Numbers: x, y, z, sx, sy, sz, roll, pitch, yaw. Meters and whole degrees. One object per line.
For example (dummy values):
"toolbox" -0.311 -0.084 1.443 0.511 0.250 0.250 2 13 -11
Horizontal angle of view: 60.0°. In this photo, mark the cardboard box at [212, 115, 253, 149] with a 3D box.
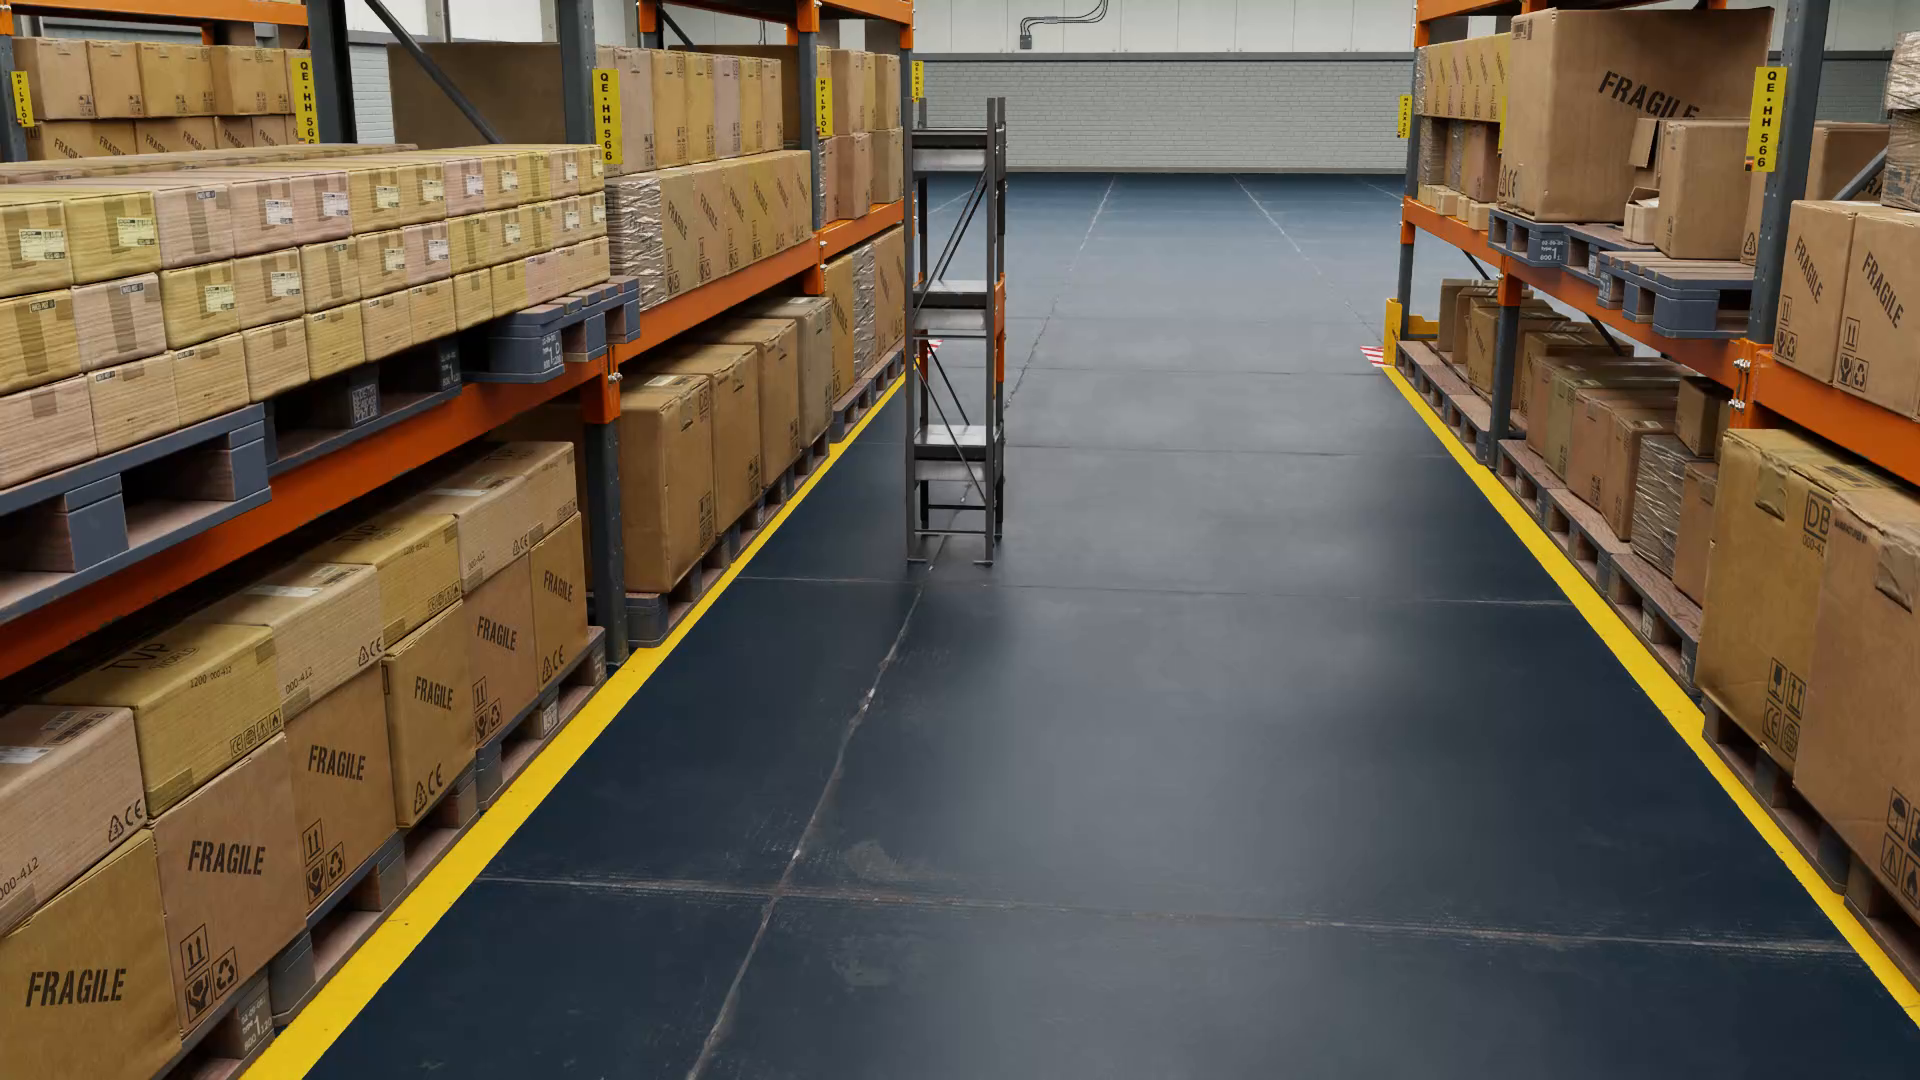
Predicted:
"cardboard box" -5.723 -2.965 12.619 0.500 0.500 0.500 2 15 6

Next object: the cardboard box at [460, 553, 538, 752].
"cardboard box" -1.664 0.330 5.179 0.500 0.500 0.500 2 15 9

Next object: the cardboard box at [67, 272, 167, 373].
"cardboard box" -1.682 -0.397 2.991 0.380 0.149 0.250 2 15 8

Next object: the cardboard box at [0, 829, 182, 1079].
"cardboard box" -1.892 0.871 3.179 0.500 0.500 0.500 2 15 8

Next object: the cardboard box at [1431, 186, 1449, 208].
"cardboard box" 3.665 -2.507 12.168 0.380 0.149 0.250 2 15 6

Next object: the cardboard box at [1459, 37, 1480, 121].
"cardboard box" 3.470 -2.911 10.503 0.500 0.500 0.500 2 15 6

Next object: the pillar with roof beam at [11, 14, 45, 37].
"pillar with roof beam" -6.767 -7.498 18.651 9.100 9.000 0.400 2 15 6

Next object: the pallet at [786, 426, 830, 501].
"pallet" -1.348 -0.476 9.517 1.003 0.211 1.213 2 15 6

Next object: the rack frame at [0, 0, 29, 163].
"rack frame" -6.266 -2.144 10.344 1.000 3.000 0.127 2 15 6

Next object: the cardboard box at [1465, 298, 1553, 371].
"cardboard box" 3.822 -1.406 11.600 0.500 0.500 0.500 3 15 11

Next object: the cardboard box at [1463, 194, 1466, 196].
"cardboard box" 3.601 -2.246 11.204 0.380 0.149 0.250 2 15 6

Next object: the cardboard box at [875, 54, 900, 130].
"cardboard box" -0.936 -3.415 12.688 0.875 0.550 0.550 2 15 6

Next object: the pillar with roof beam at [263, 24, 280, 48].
"pillar with roof beam" -6.090 -9.054 24.406 9.100 9.000 0.400 2 15 6

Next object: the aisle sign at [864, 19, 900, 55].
"aisle sign" -0.579 -4.326 13.434 0.394 0.787 0.004 2 15 6

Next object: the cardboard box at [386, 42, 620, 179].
"cardboard box" -1.727 -1.634 6.351 0.700 0.500 0.500 2 15 6

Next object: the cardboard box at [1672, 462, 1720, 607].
"cardboard box" 3.185 0.005 6.341 0.700 0.500 0.500 1 15 3

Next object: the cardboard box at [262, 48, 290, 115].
"cardboard box" -5.720 -3.586 13.000 0.700 0.500 0.500 2 15 7

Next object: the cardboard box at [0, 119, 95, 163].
"cardboard box" -5.939 -2.442 10.683 0.500 0.500 0.500 2 15 6

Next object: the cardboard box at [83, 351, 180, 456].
"cardboard box" -1.680 -0.256 3.040 0.380 0.149 0.250 2 15 7

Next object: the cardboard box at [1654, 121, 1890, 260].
"cardboard box" 3.114 -1.354 6.428 0.700 0.500 0.500 4 16 15

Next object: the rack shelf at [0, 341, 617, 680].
"rack shelf" -2.013 -0.121 4.240 1.077 0.370 4.000 2 15 6

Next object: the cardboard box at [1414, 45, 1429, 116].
"cardboard box" 3.699 -3.429 12.421 0.500 0.500 0.500 2 15 6

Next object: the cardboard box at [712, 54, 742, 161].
"cardboard box" -1.500 -2.162 8.303 0.700 0.500 0.500 2 15 7

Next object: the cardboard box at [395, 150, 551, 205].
"cardboard box" -1.447 -1.082 4.953 0.380 0.149 0.250 2 15 8

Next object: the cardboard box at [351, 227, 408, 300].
"cardboard box" -1.563 -0.669 3.995 0.380 0.149 0.250 1 15 5

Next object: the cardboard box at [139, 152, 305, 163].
"cardboard box" -2.122 -1.039 4.796 0.380 0.149 0.250 1 15 4

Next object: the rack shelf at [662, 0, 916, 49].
"rack shelf" -1.111 -3.644 11.522 1.077 0.370 4.000 2 15 6

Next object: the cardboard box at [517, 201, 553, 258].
"cardboard box" -1.446 -0.933 4.972 0.380 0.149 0.250 2 15 8

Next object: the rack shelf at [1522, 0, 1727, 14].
"rack shelf" 3.355 -2.434 7.048 1.077 0.370 4.000 2 15 6

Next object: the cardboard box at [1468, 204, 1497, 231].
"cardboard box" 3.356 -1.991 10.259 0.380 0.149 0.250 2 15 6

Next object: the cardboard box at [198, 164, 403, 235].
"cardboard box" -1.566 -0.812 3.955 0.380 0.149 0.250 2 15 8

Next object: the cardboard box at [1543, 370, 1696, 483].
"cardboard box" 3.417 -0.576 8.491 0.700 0.500 0.500 2 15 6

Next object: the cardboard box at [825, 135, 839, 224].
"cardboard box" -1.267 -2.336 10.767 0.875 0.550 0.550 2 15 6

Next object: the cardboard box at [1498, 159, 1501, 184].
"cardboard box" 3.784 -2.287 10.113 0.875 0.500 0.500 2 15 6

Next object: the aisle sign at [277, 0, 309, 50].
"aisle sign" -5.520 -4.444 13.869 0.394 0.787 0.004 2 15 6

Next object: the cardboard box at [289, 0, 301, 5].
"cardboard box" -5.577 -4.407 13.449 0.380 0.149 0.250 2 15 7

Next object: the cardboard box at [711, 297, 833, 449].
"cardboard box" -1.317 -0.977 9.535 1.050 0.750 0.750 2 15 6

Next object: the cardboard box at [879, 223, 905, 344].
"cardboard box" -0.896 -2.061 13.303 0.875 0.875 0.875 2 15 7

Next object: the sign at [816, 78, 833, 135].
"sign" -0.796 -2.531 9.711 0.100 0.325 0.005 2 15 6

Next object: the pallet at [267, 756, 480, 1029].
"pallet" -2.017 0.878 4.512 1.003 0.211 1.213 2 15 6

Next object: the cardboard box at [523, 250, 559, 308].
"cardboard box" -1.445 -0.796 5.035 0.380 0.149 0.250 2 15 7

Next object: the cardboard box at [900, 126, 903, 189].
"cardboard box" -0.882 -3.036 13.358 0.875 0.550 0.550 2 15 6

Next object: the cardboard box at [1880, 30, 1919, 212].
"cardboard box" 3.031 -1.158 4.584 0.797 0.503 0.637 2 15 8

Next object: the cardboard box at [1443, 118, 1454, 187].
"cardboard box" 4.005 -2.806 12.032 0.875 0.500 0.500 2 15 6

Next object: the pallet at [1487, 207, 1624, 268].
"pallet" 3.350 -1.565 8.572 1.003 0.211 1.213 2 15 6

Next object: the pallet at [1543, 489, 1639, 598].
"pallet" 3.359 0.013 7.708 1.003 0.211 1.213 2 15 6

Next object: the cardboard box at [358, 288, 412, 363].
"cardboard box" -1.564 -0.523 4.028 0.380 0.149 0.250 1 15 4

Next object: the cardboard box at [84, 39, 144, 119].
"cardboard box" -5.922 -3.058 11.047 0.700 0.500 0.500 2 15 7

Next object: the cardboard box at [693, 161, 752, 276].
"cardboard box" -1.298 -1.535 7.902 0.500 0.500 0.500 2 15 6

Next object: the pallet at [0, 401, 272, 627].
"pallet" -2.008 -0.051 2.970 1.003 0.211 1.213 2 15 6

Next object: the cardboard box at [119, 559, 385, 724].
"cardboard box" -1.774 0.238 4.081 0.500 0.250 0.500 2 15 8

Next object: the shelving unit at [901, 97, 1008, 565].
"shelving unit" -0.019 -0.971 7.729 0.431 2.100 0.503 2 15 6

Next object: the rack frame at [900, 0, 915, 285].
"rack frame" -0.885 -3.062 13.738 1.000 3.000 0.127 2 15 6

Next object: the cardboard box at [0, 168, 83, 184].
"cardboard box" -2.240 -0.766 3.785 0.380 0.149 0.250 1 15 4

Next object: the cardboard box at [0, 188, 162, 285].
"cardboard box" -1.681 -0.545 2.970 0.380 0.149 0.250 2 15 7

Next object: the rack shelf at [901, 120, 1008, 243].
"rack shelf" -0.019 -1.633 7.550 0.431 0.518 0.480 2 15 6

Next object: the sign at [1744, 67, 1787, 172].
"sign" 2.589 -1.349 5.337 0.100 0.325 0.005 2 15 6
